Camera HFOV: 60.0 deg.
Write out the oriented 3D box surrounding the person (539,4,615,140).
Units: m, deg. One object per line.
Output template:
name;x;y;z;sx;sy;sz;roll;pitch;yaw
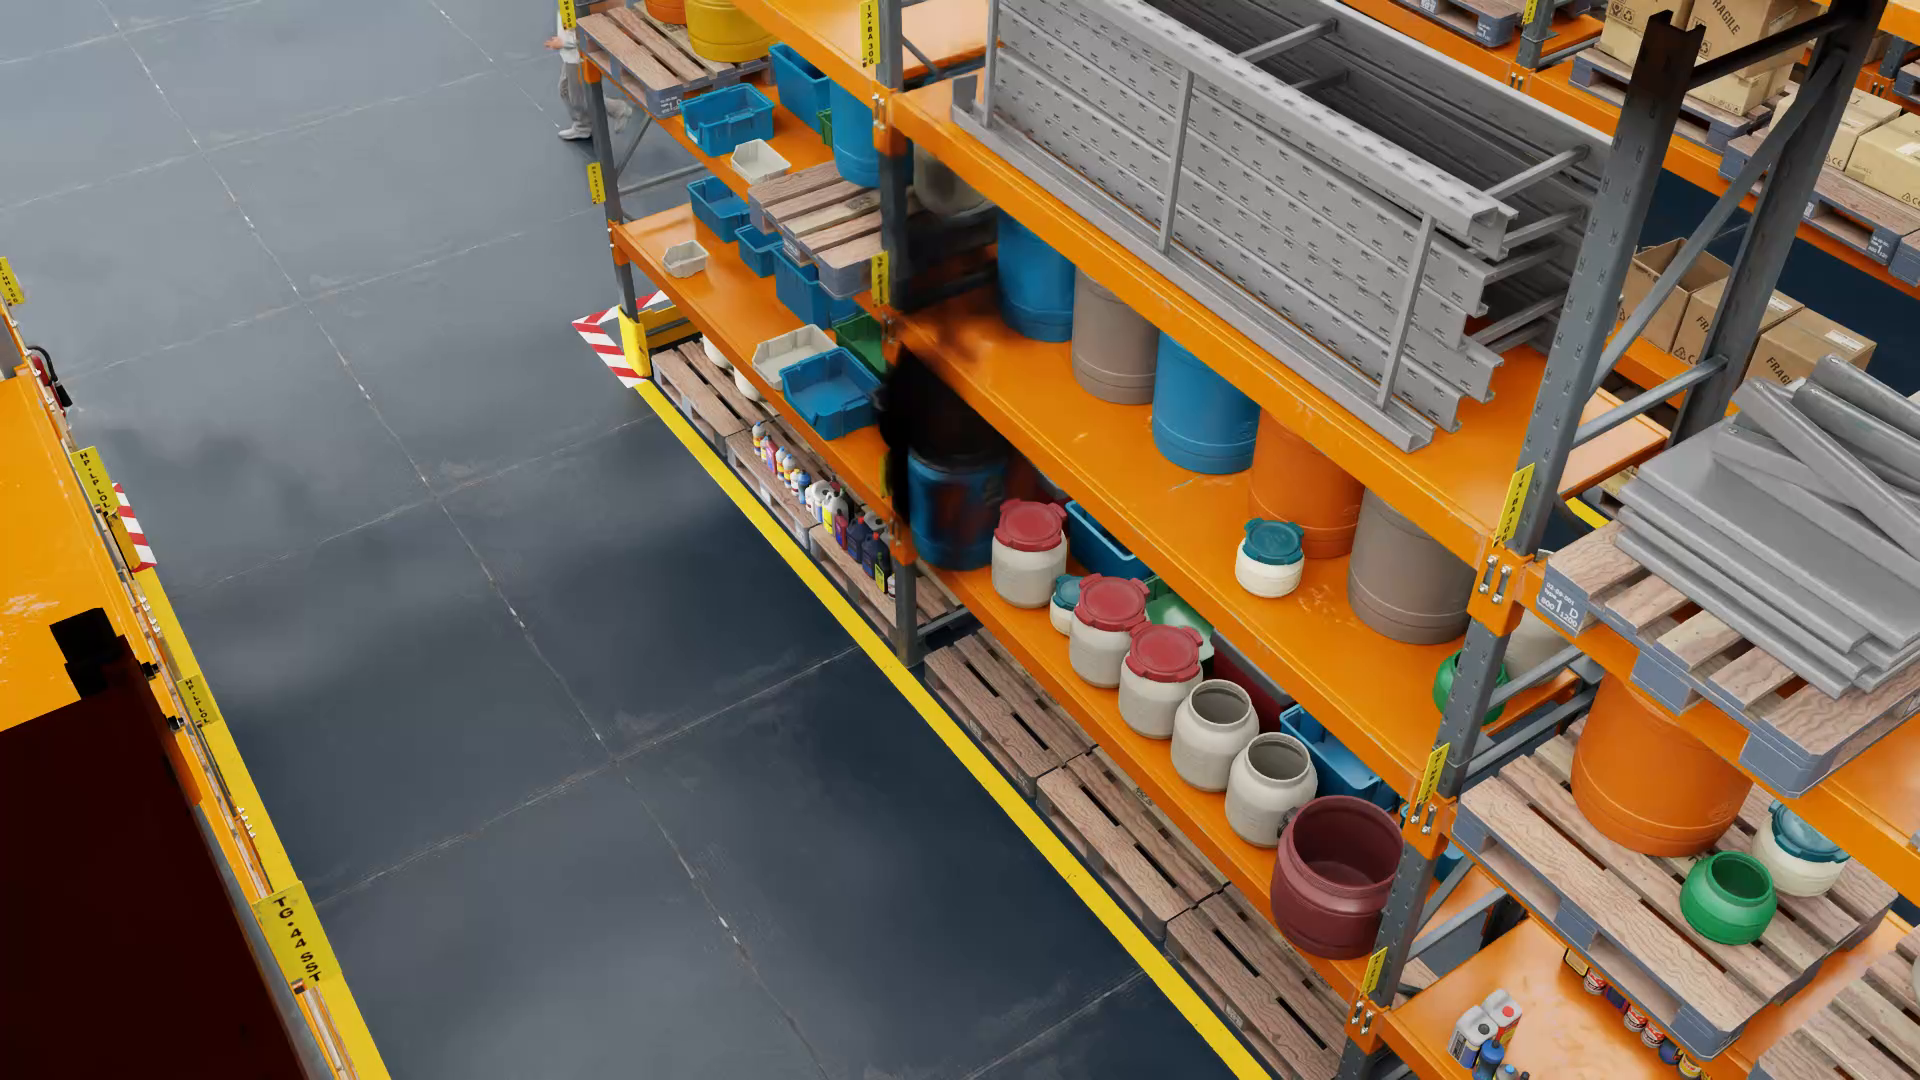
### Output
person;-3.574;-4.496;15.374;0.612;1.721;0.657;-5;43;-5
